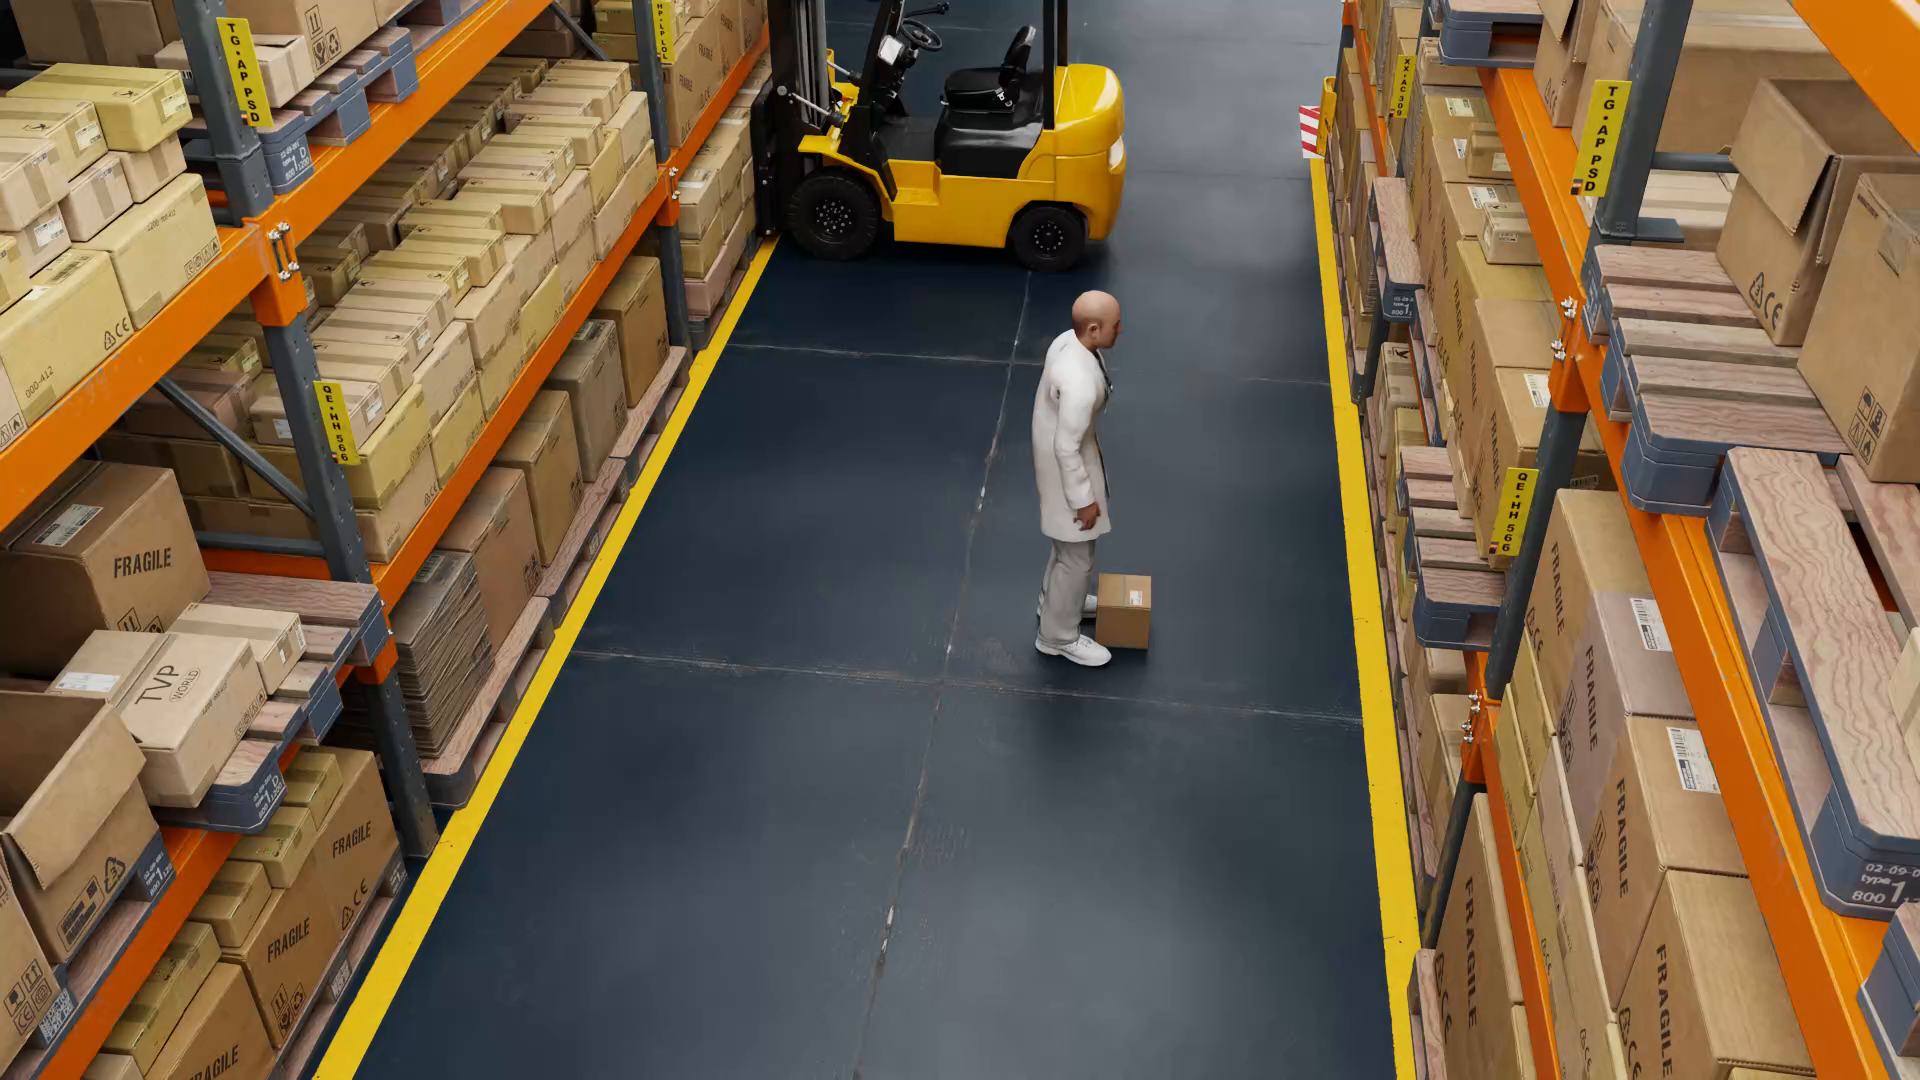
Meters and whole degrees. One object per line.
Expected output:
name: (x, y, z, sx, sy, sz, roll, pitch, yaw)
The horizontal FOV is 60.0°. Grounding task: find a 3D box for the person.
person: (0.528, -0.307, 7.482, 0.420, 1.775, 0.654, 3, 36, 4)
